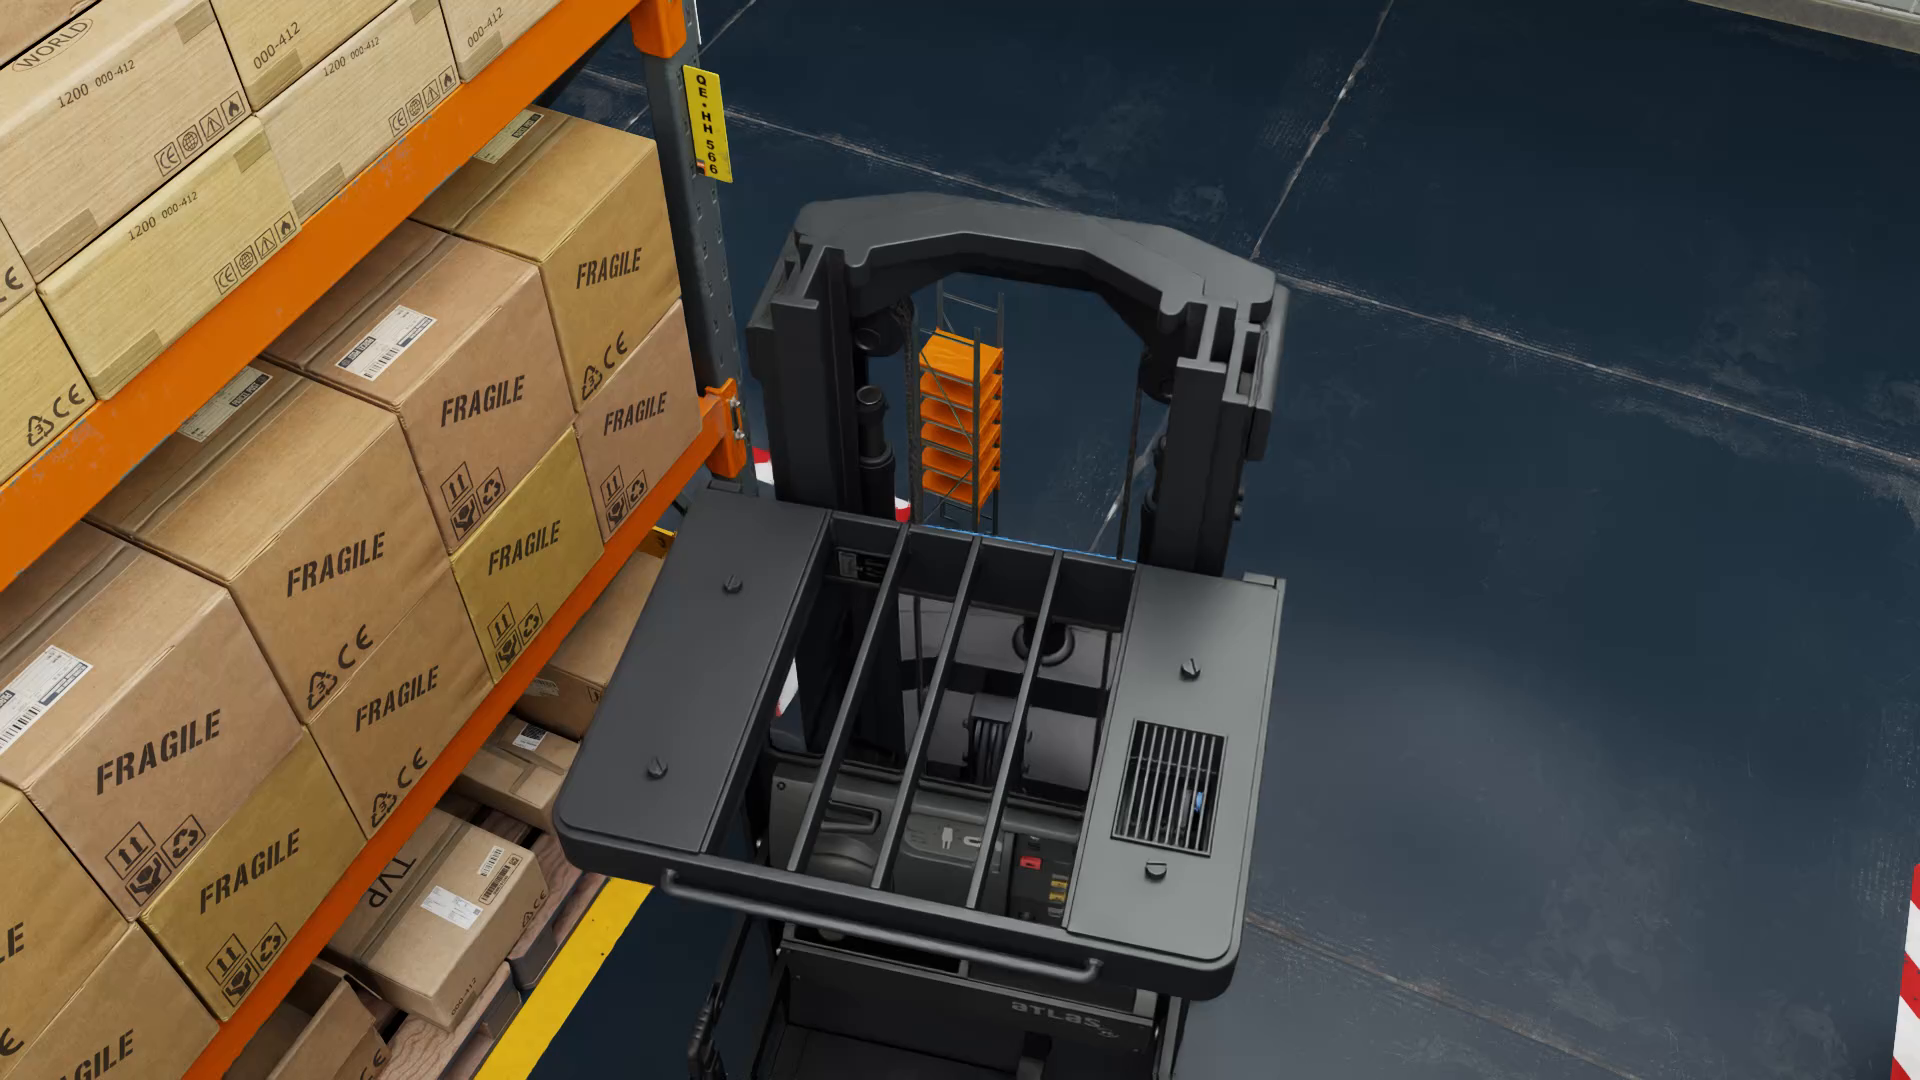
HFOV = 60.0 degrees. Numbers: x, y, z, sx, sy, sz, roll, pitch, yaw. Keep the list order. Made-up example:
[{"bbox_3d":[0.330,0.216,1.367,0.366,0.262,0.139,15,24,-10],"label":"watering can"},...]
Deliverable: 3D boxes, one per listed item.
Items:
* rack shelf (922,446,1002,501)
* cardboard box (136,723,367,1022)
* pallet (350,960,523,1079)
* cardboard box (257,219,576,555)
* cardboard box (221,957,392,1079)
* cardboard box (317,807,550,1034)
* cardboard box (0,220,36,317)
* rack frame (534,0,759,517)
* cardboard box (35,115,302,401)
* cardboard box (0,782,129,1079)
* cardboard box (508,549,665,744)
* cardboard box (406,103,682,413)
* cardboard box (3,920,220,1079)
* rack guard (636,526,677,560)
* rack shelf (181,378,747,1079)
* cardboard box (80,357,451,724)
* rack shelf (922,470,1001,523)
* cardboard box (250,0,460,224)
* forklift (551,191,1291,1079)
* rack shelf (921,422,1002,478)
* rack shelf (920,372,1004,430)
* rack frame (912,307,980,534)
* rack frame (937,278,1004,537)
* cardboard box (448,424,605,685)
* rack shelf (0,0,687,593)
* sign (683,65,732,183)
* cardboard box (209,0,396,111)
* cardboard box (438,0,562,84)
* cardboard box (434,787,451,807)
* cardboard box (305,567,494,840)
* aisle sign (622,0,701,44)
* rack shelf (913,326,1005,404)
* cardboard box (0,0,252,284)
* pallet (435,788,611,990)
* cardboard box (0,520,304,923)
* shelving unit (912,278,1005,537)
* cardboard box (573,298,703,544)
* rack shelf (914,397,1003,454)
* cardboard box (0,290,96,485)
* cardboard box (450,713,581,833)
[{"bbox_3d":[-0.006,-0.272,5.910,0.258,0.103,0.180,20,52,16],"label":"rack shelf"},{"bbox_3d":[-1.727,0.647,3.664,0.500,0.500,0.500,19,52,16],"label":"cardboard box"},{"bbox_3d":[-2.024,1.578,4.769,1.003,0.211,1.213,20,52,16],"label":"pallet"},{"bbox_3d":[-1.286,-0.377,3.879,0.500,0.500,0.500,21,53,17],"label":"cardboard box"},{"bbox_3d":[-2.041,1.361,4.473,0.797,0.503,0.637,20,52,16],"label":"cardboard box"},{"bbox_3d":[-1.572,1.083,4.875,0.500,0.250,0.500,20,52,16],"label":"cardboard box"},{"bbox_3d":[-1.757,-0.379,2.404,0.500,0.250,0.500,20,52,16],"label":"cardboard box"},{"bbox_3d":[-1.130,-0.764,4.931,1.000,3.000,0.127,20,52,16],"label":"rack frame"},{"bbox_3d":[-1.536,-0.559,2.885,0.500,0.250,0.500,20,52,16],"label":"cardboard box"},{"bbox_3d":[-1.943,0.691,2.970,0.500,0.500,0.500,18,52,15],"label":"cardboard box"},{"bbox_3d":[-1.139,0.358,5.329,0.500,0.500,0.500,20,52,16],"label":"cardboard box"},{"bbox_3d":[-1.071,-0.725,4.175,0.500,0.500,0.500,19,52,16],"label":"cardboard box"},{"bbox_3d":[-1.943,0.998,3.366,0.500,0.500,0.500,20,52,16],"label":"cardboard box"},{"bbox_3d":[-1.162,0.098,5.838,1.175,0.500,0.348,20,52,16],"label":"rack guard"},{"bbox_3d":[-1.984,0.846,4.033,1.077,0.370,4.000,20,52,16],"label":"rack shelf"},{"bbox_3d":[-1.504,-0.018,3.574,0.500,0.500,0.500,21,53,17],"label":"cardboard box"},{"bbox_3d":[-0.006,-0.195,6.001,0.258,0.103,0.180,20,52,16],"label":"rack shelf"},{"bbox_3d":[-1.334,-0.908,3.182,0.500,0.250,0.500,20,52,16],"label":"cardboard box"},{"bbox_3d":[-0.021,0.869,3.586,1.130,2.935,3.031,10,50,8],"label":"forklift"},{"bbox_3d":[-0.006,-0.350,5.818,0.258,0.103,0.180,20,52,16],"label":"rack shelf"},{"bbox_3d":[-0.006,-0.506,5.636,0.258,0.103,0.180,20,52,16],"label":"rack shelf"},{"bbox_3d":[-0.045,-0.316,5.731,0.240,1.200,0.006,20,52,16],"label":"rack frame"},{"bbox_3d":[0.033,-0.442,5.838,0.240,1.200,0.006,20,52,16],"label":"rack frame"},{"bbox_3d":[-1.293,-0.041,4.250,0.500,0.500,0.500,20,53,16],"label":"cardboard box"},{"bbox_3d":[-1.984,-0.126,2.891,1.077,0.370,4.000,20,52,16],"label":"rack shelf"},{"bbox_3d":[-0.636,-1.048,4.204,0.100,0.325,0.005,20,52,16],"label":"sign"},{"bbox_3d":[-1.332,-1.069,2.991,0.500,0.250,0.500,20,52,16],"label":"cardboard box"},{"bbox_3d":[-1.111,-1.248,3.472,0.500,0.250,0.500,20,52,16],"label":"cardboard box"},{"bbox_3d":[-1.832,0.611,5.278,0.500,0.250,0.500,20,52,16],"label":"cardboard box"},{"bbox_3d":[-1.512,0.300,3.959,0.500,0.500,0.500,20,53,16],"label":"cardboard box"},{"bbox_3d":[-0.824,-1.554,3.896,0.394,0.787,0.004,20,52,16],"label":"aisle sign"},{"bbox_3d":[-0.006,-0.583,5.544,0.258,0.103,0.180,20,52,16],"label":"rack shelf"},{"bbox_3d":[-1.549,-0.726,2.699,0.500,0.250,0.500,20,52,16],"label":"cardboard box"},{"bbox_3d":[-1.502,0.741,5.481,1.003,0.211,1.213,20,52,16],"label":"pallet"},{"bbox_3d":[-1.723,0.335,3.273,0.500,0.500,0.500,21,53,17],"label":"cardboard box"},{"bbox_3d":[-0.006,-0.379,5.785,0.258,1.200,0.189,20,52,16],"label":"shelving unit"},{"bbox_3d":[-1.075,-0.400,4.555,0.500,0.500,0.500,21,53,17],"label":"cardboard box"},{"bbox_3d":[-0.006,-0.428,5.727,0.258,0.103,0.180,20,52,16],"label":"rack shelf"},{"bbox_3d":[-1.764,-0.220,2.597,0.500,0.250,0.500,20,52,16],"label":"cardboard box"},{"bbox_3d":[-1.394,0.715,5.243,0.380,0.166,0.250,20,52,16],"label":"cardboard box"}]
